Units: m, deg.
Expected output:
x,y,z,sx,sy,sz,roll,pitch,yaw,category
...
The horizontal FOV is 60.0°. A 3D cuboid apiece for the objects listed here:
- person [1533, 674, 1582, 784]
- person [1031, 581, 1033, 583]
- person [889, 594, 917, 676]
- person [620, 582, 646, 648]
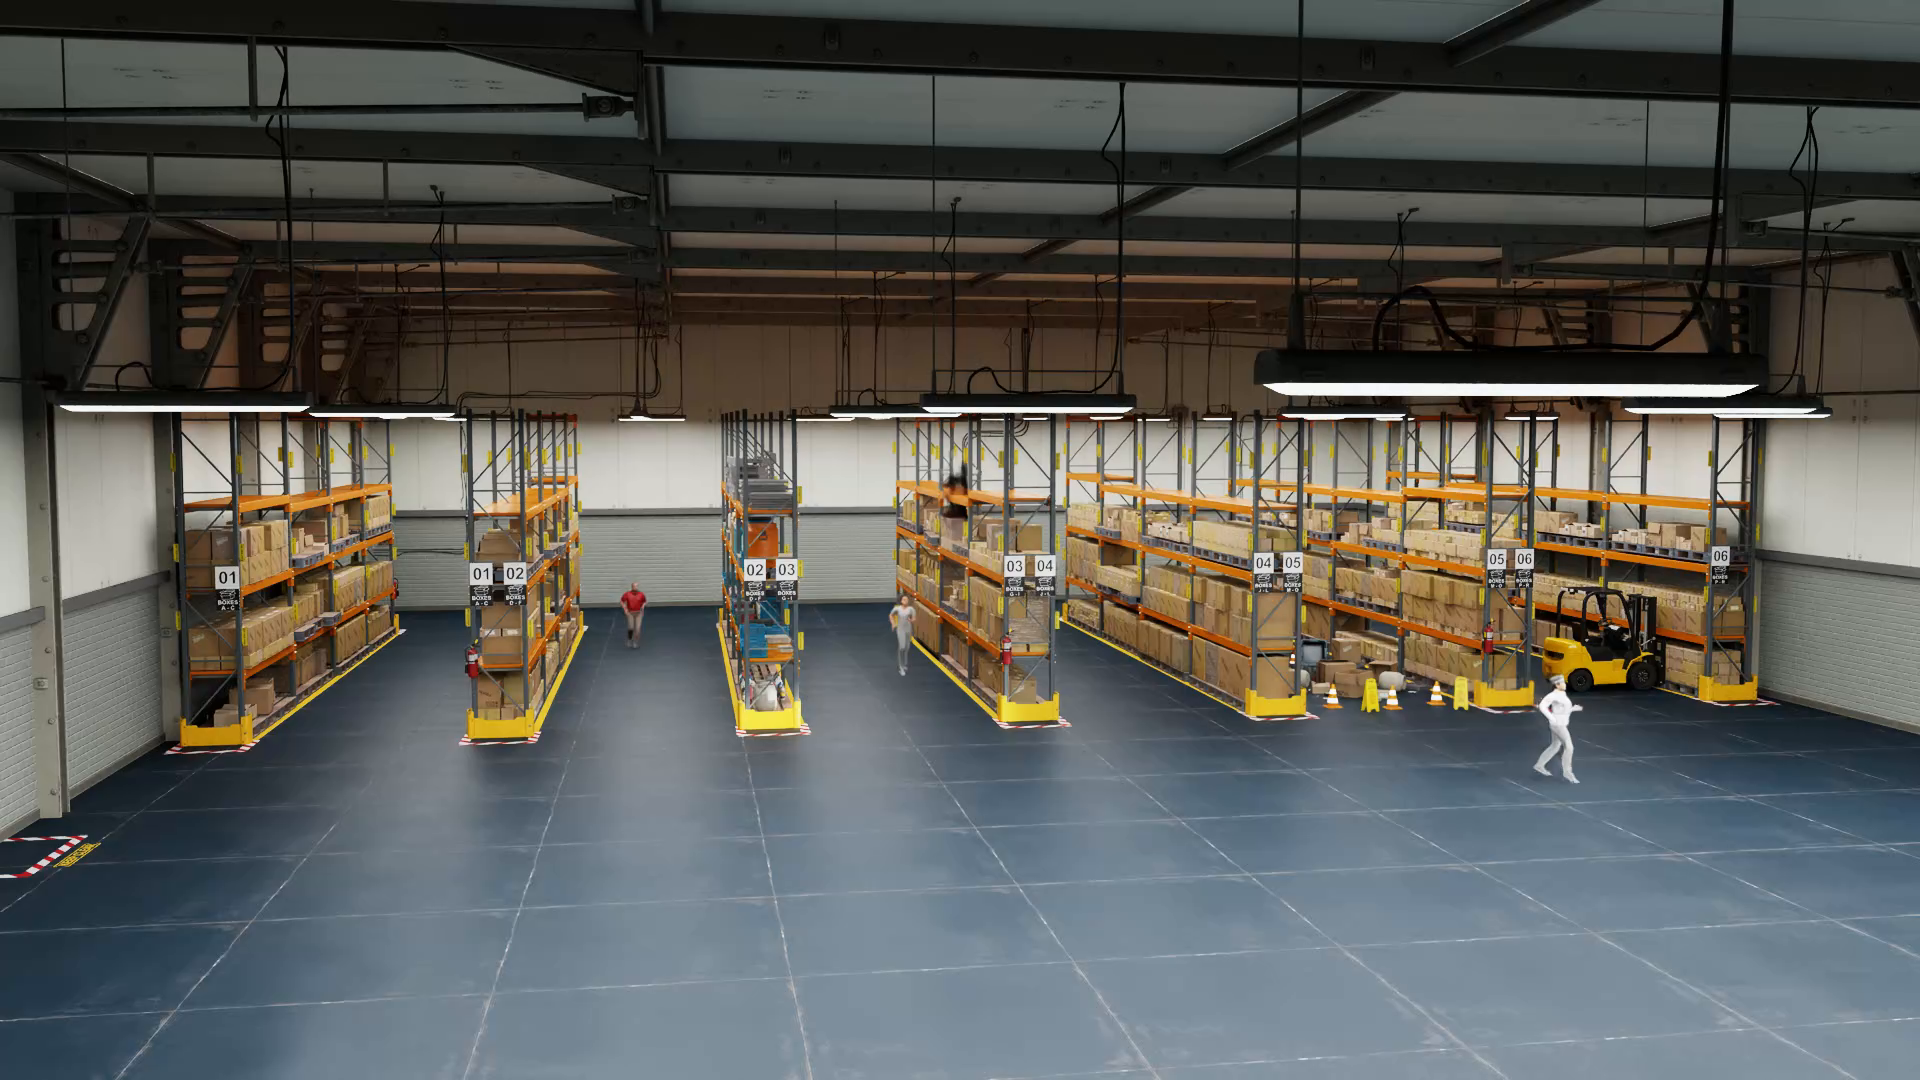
x,y,z,sx,sy,sz,roll,pitch,yaw,category
9.581,3.009,26.660,0.733,1.745,0.598,2,5,30,person
1.832,1.460,49.050,0.908,1.672,0.884,-3,5,-33,person
-1.225,2.071,36.448,0.531,1.769,0.711,-1,4,-20,person
-8.284,1.918,42.355,0.635,1.686,0.615,-2,4,-22,person
